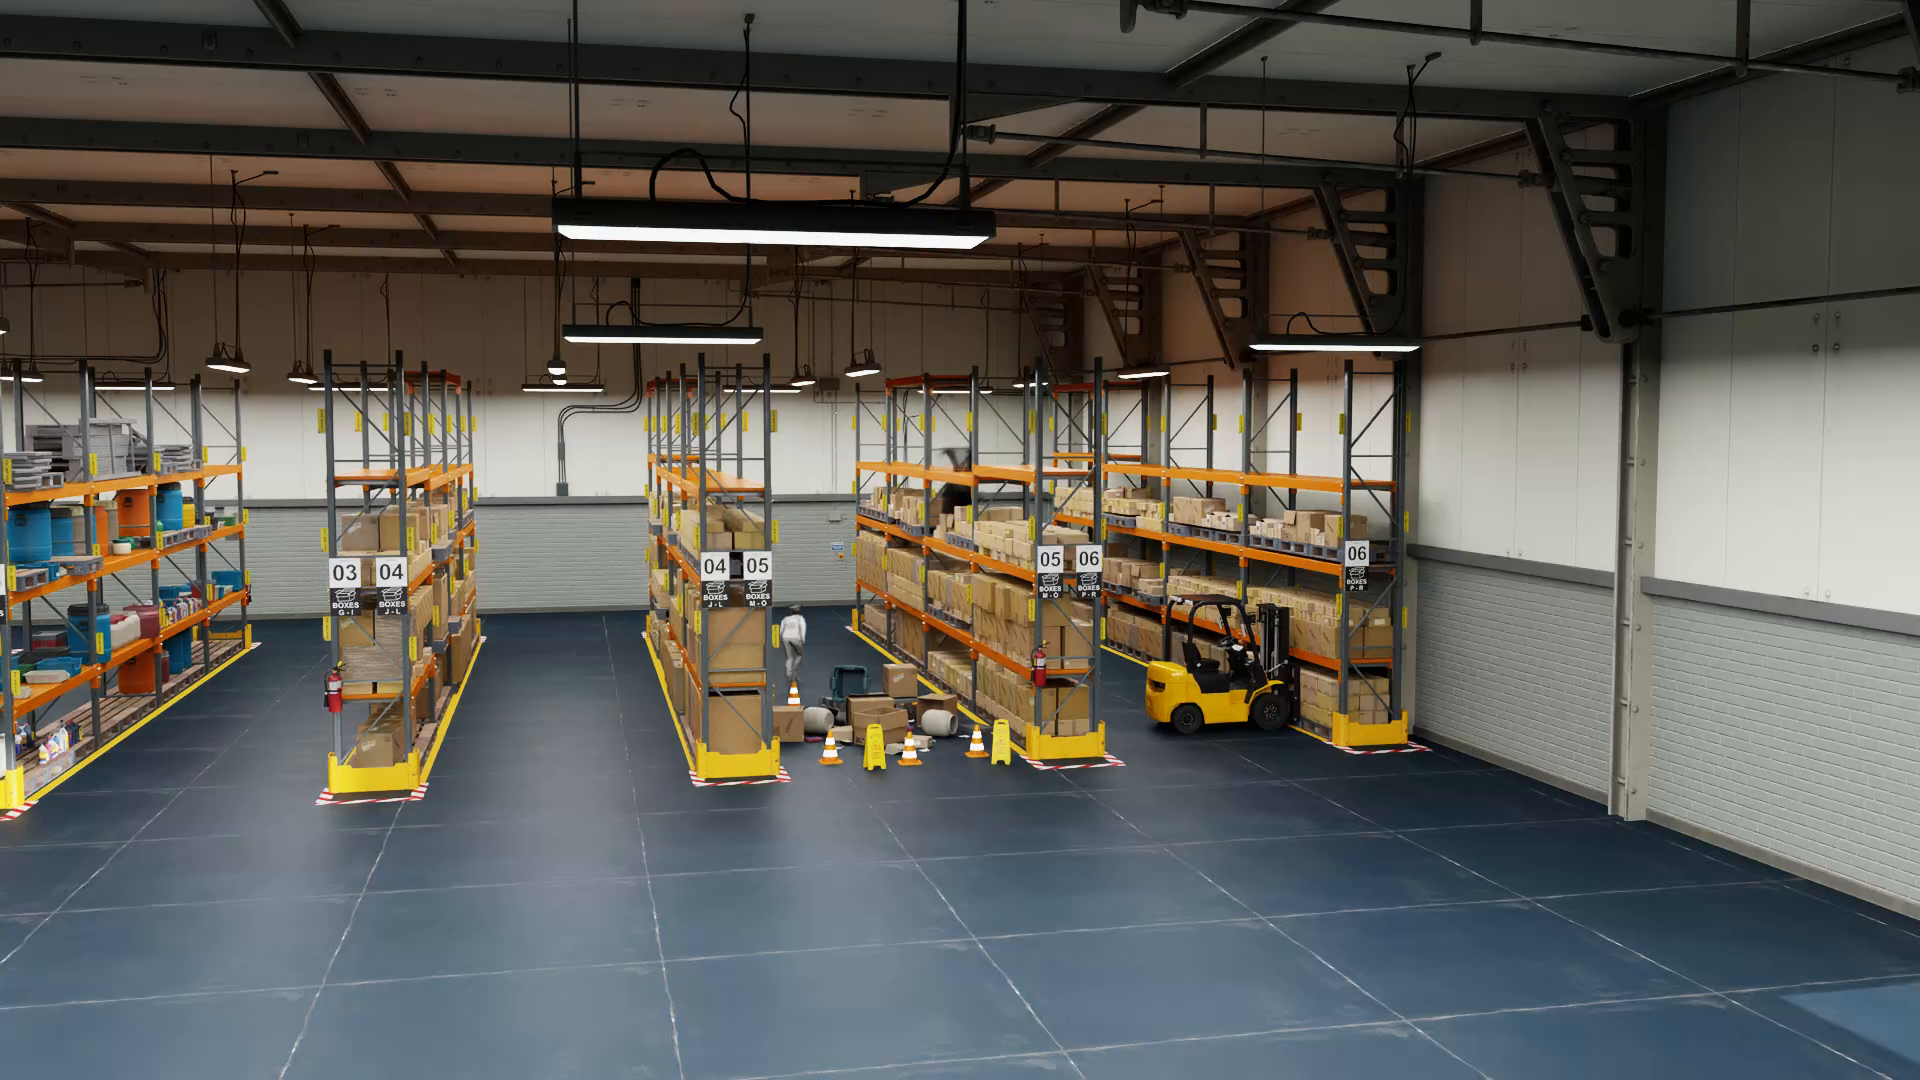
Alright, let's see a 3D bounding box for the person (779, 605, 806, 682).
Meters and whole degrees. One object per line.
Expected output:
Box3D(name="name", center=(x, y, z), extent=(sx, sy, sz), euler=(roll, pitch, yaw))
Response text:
Box3D(name="person", center=(-3.292, 2.045, 32.286), extent=(0.597, 1.465, 1.096), euler=(1, 4, 9))
